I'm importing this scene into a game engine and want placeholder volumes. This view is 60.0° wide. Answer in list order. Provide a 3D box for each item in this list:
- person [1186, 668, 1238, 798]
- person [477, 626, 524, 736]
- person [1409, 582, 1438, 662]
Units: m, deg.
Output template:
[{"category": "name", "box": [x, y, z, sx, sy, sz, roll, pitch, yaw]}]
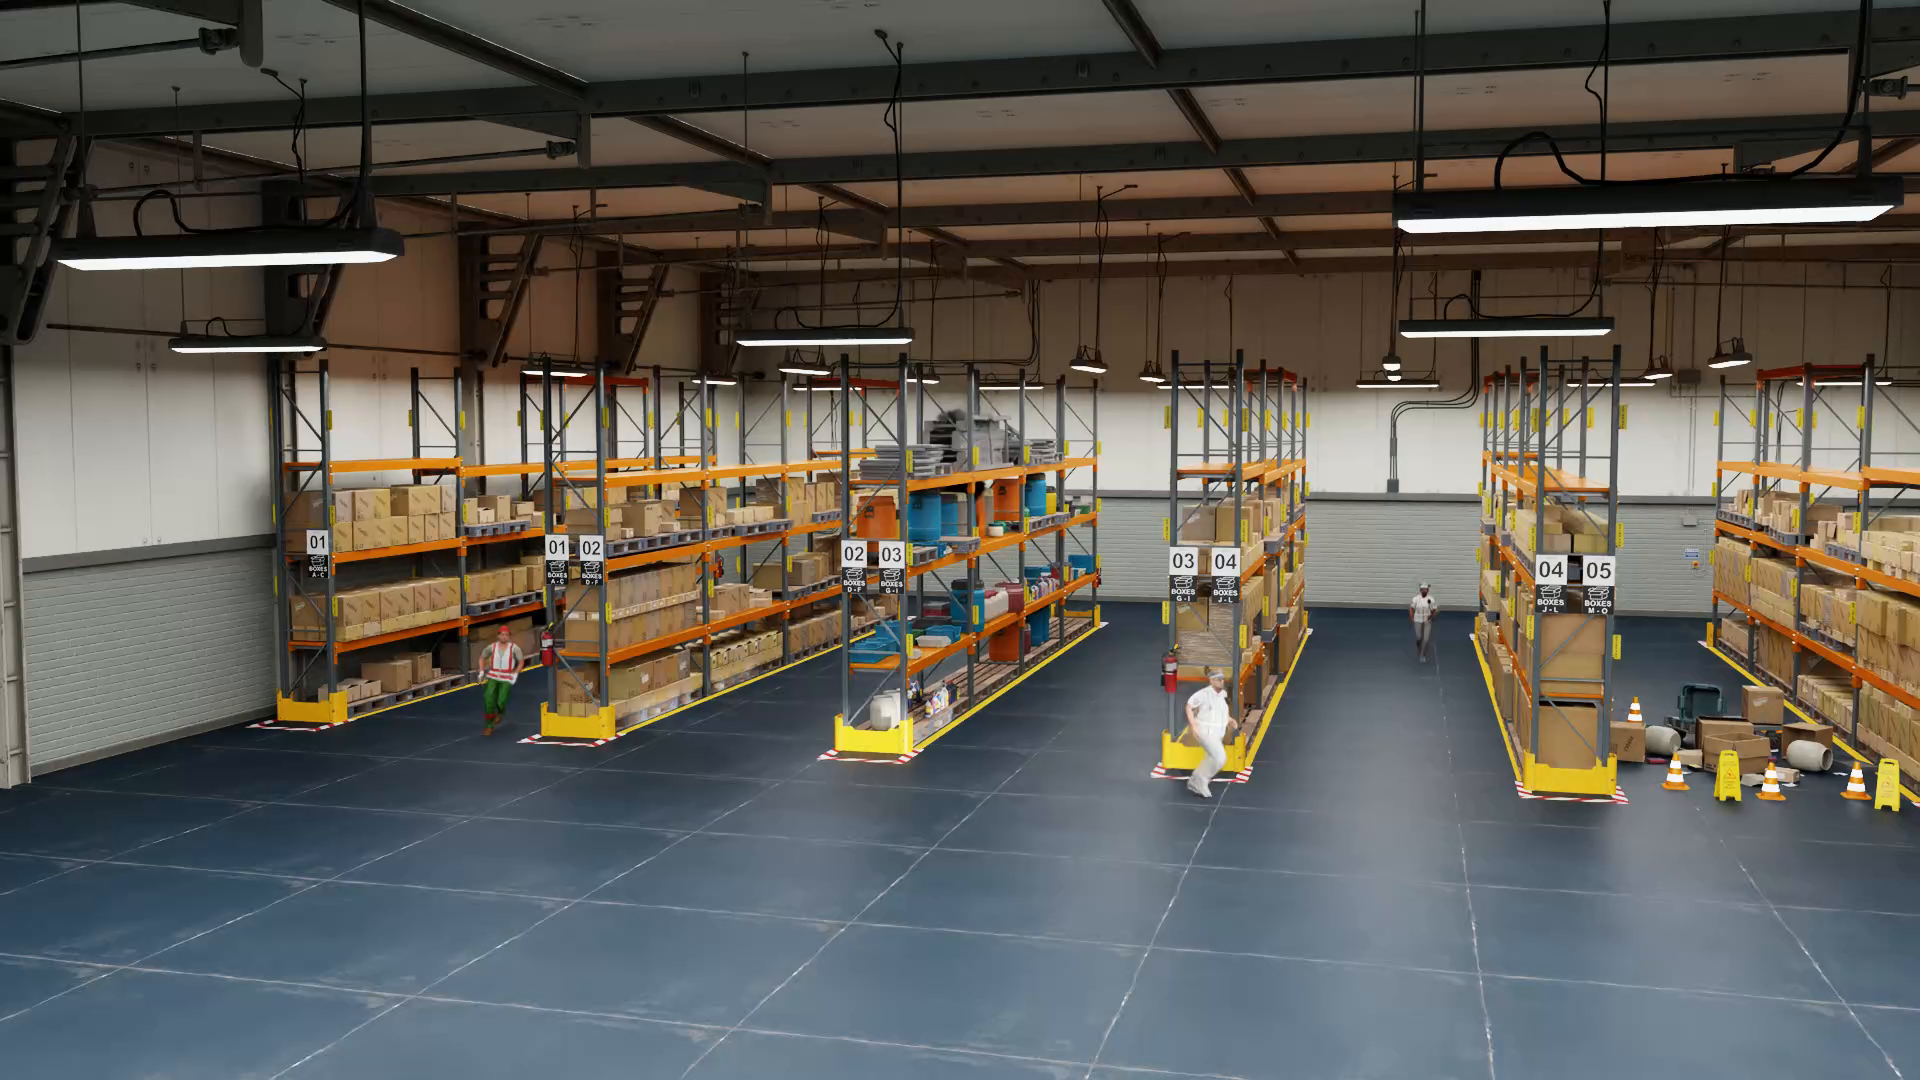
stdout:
[{"category": "person", "box": [3.341, 2.548, 22.044, 0.761, 1.725, 0.582, 4, 6, 42]}, {"category": "person", "box": [-7.363, 2.239, 26.679, 0.712, 1.739, 0.576, 0, 4, -6]}, {"category": "person", "box": [9.616, 1.704, 34.517, 0.580, 1.660, 0.555, 1, 4, 15]}]
